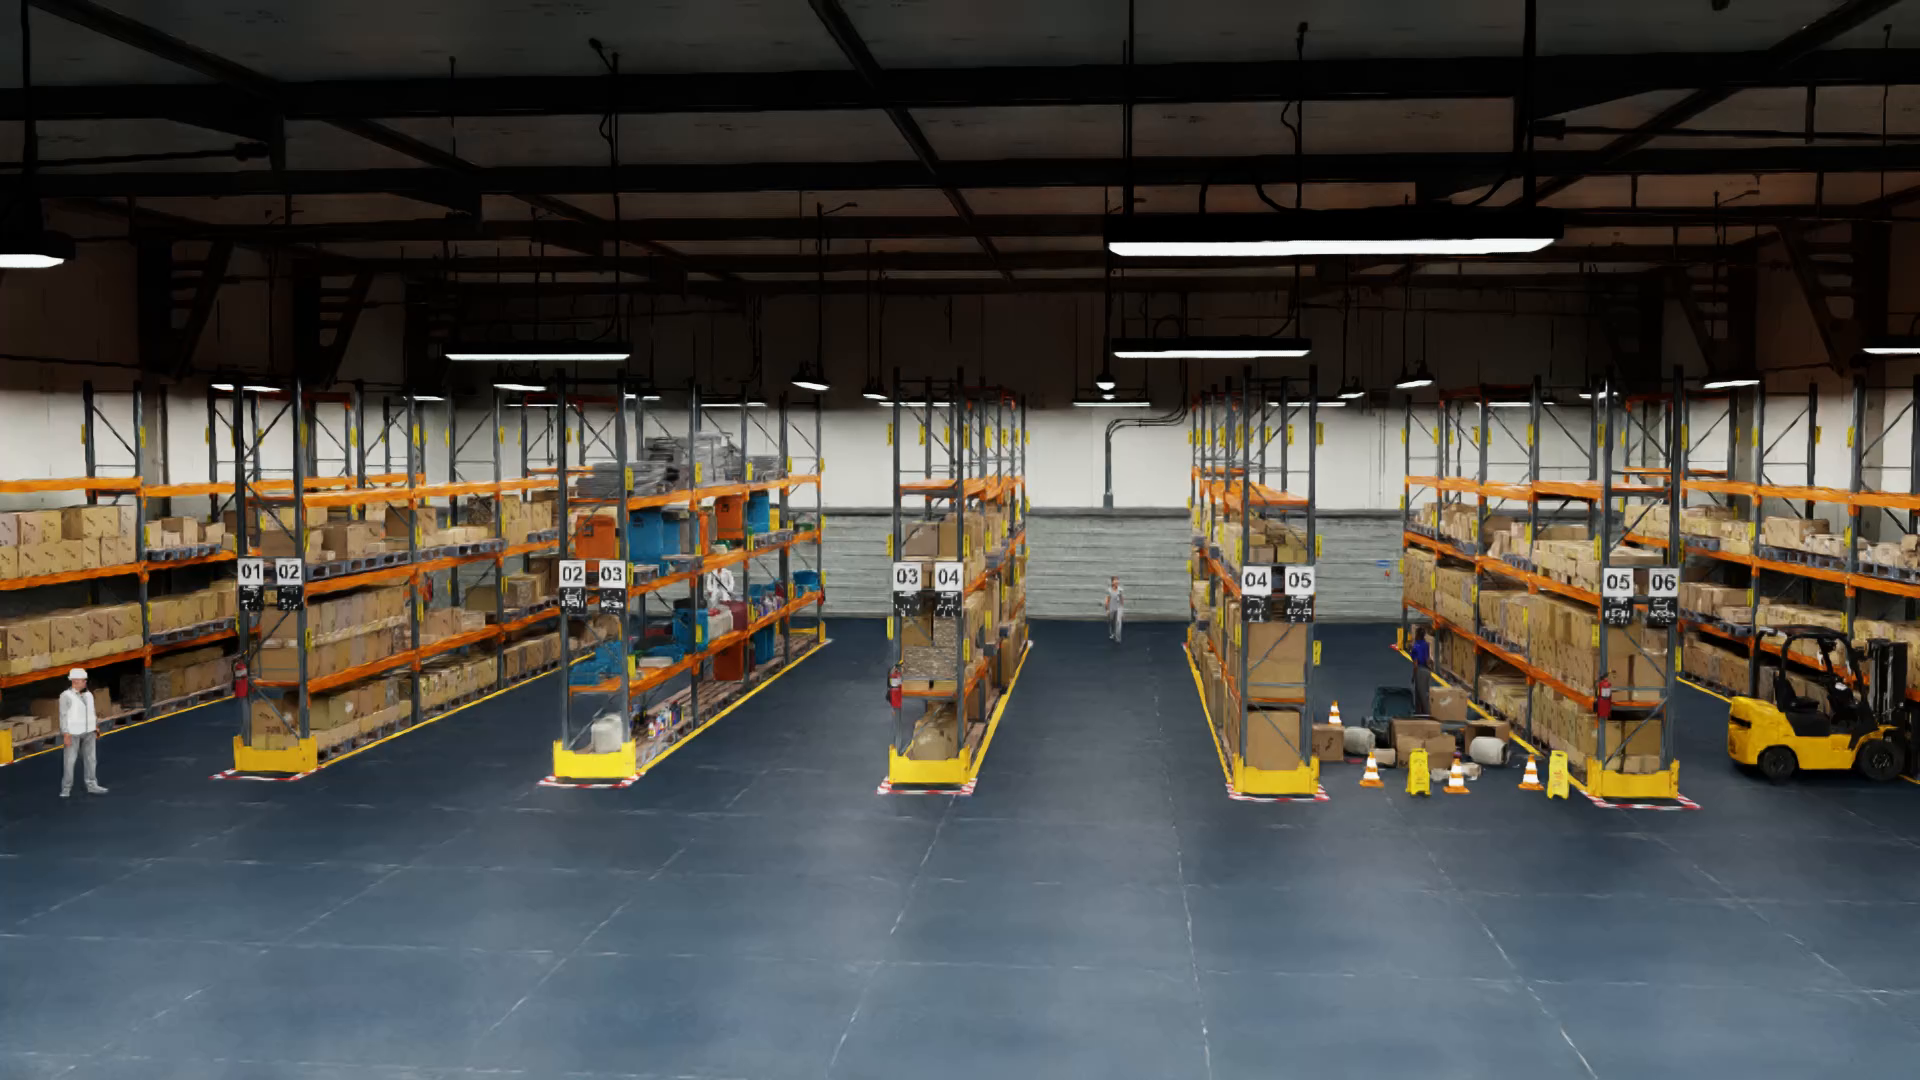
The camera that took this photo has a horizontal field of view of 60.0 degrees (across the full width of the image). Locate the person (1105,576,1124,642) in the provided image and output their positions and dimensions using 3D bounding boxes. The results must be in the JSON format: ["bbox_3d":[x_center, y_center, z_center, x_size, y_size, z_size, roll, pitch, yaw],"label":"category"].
[{"bbox_3d":[3.772,1.668,40.610,0.446,1.590,1.110,0,4,7],"label":"person"}]

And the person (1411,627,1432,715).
[{"bbox_3d":[8.058,2.348,29.193,0.551,1.653,0.573,2,4,32],"label":"person"}]

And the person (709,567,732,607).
[{"bbox_3d":[-6.361,1.396,44.206,0.688,1.733,0.546,0,4,4],"label":"person"}]

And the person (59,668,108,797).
[{"bbox_3d":[-12.257,2.663,23.140,0.430,1.777,0.609,2,4,25],"label":"person"}]
